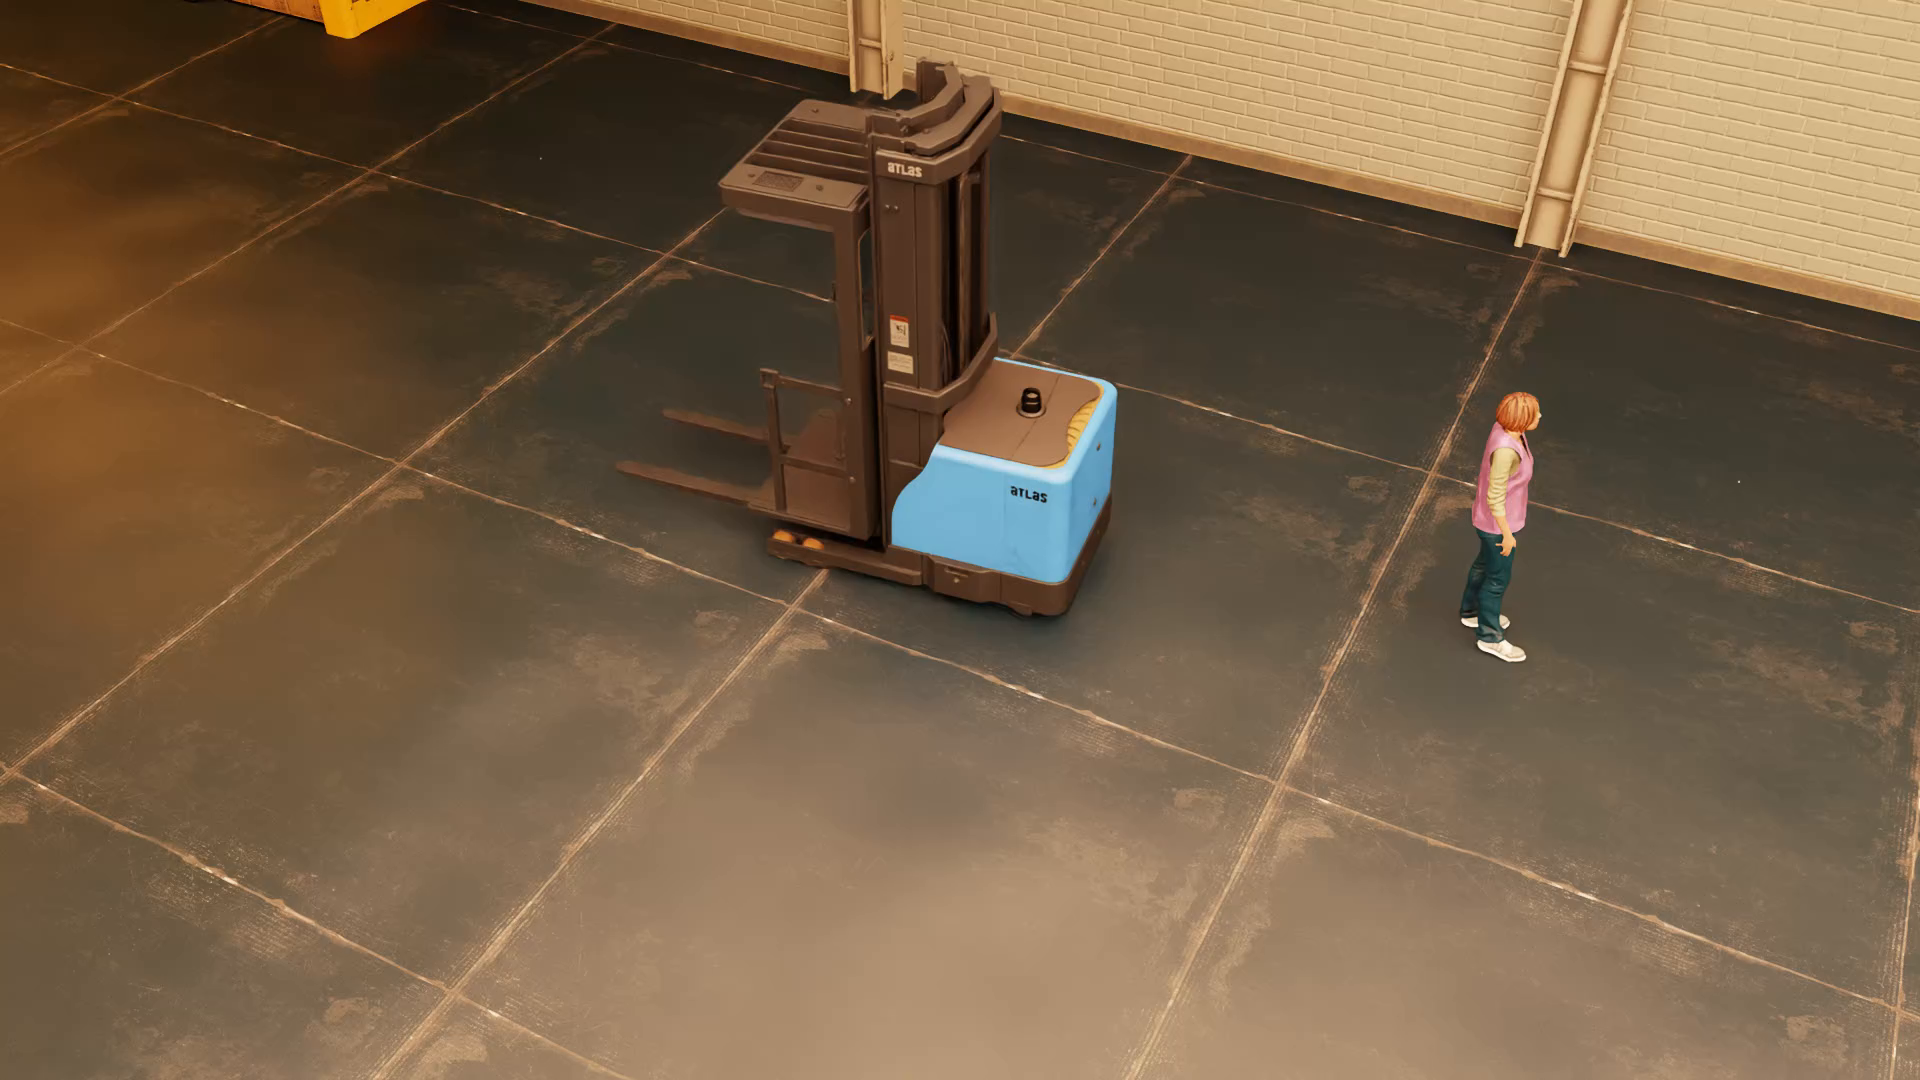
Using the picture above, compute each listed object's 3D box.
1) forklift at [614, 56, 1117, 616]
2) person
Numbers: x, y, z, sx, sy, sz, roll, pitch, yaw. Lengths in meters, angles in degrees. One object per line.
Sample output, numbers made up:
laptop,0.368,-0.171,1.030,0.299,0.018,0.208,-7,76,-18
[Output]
forklift,-0.643,-1.267,9.491,3.031,2.935,1.130,14,42,16
person,3.038,-0.103,9.134,0.475,1.597,0.520,11,41,12
